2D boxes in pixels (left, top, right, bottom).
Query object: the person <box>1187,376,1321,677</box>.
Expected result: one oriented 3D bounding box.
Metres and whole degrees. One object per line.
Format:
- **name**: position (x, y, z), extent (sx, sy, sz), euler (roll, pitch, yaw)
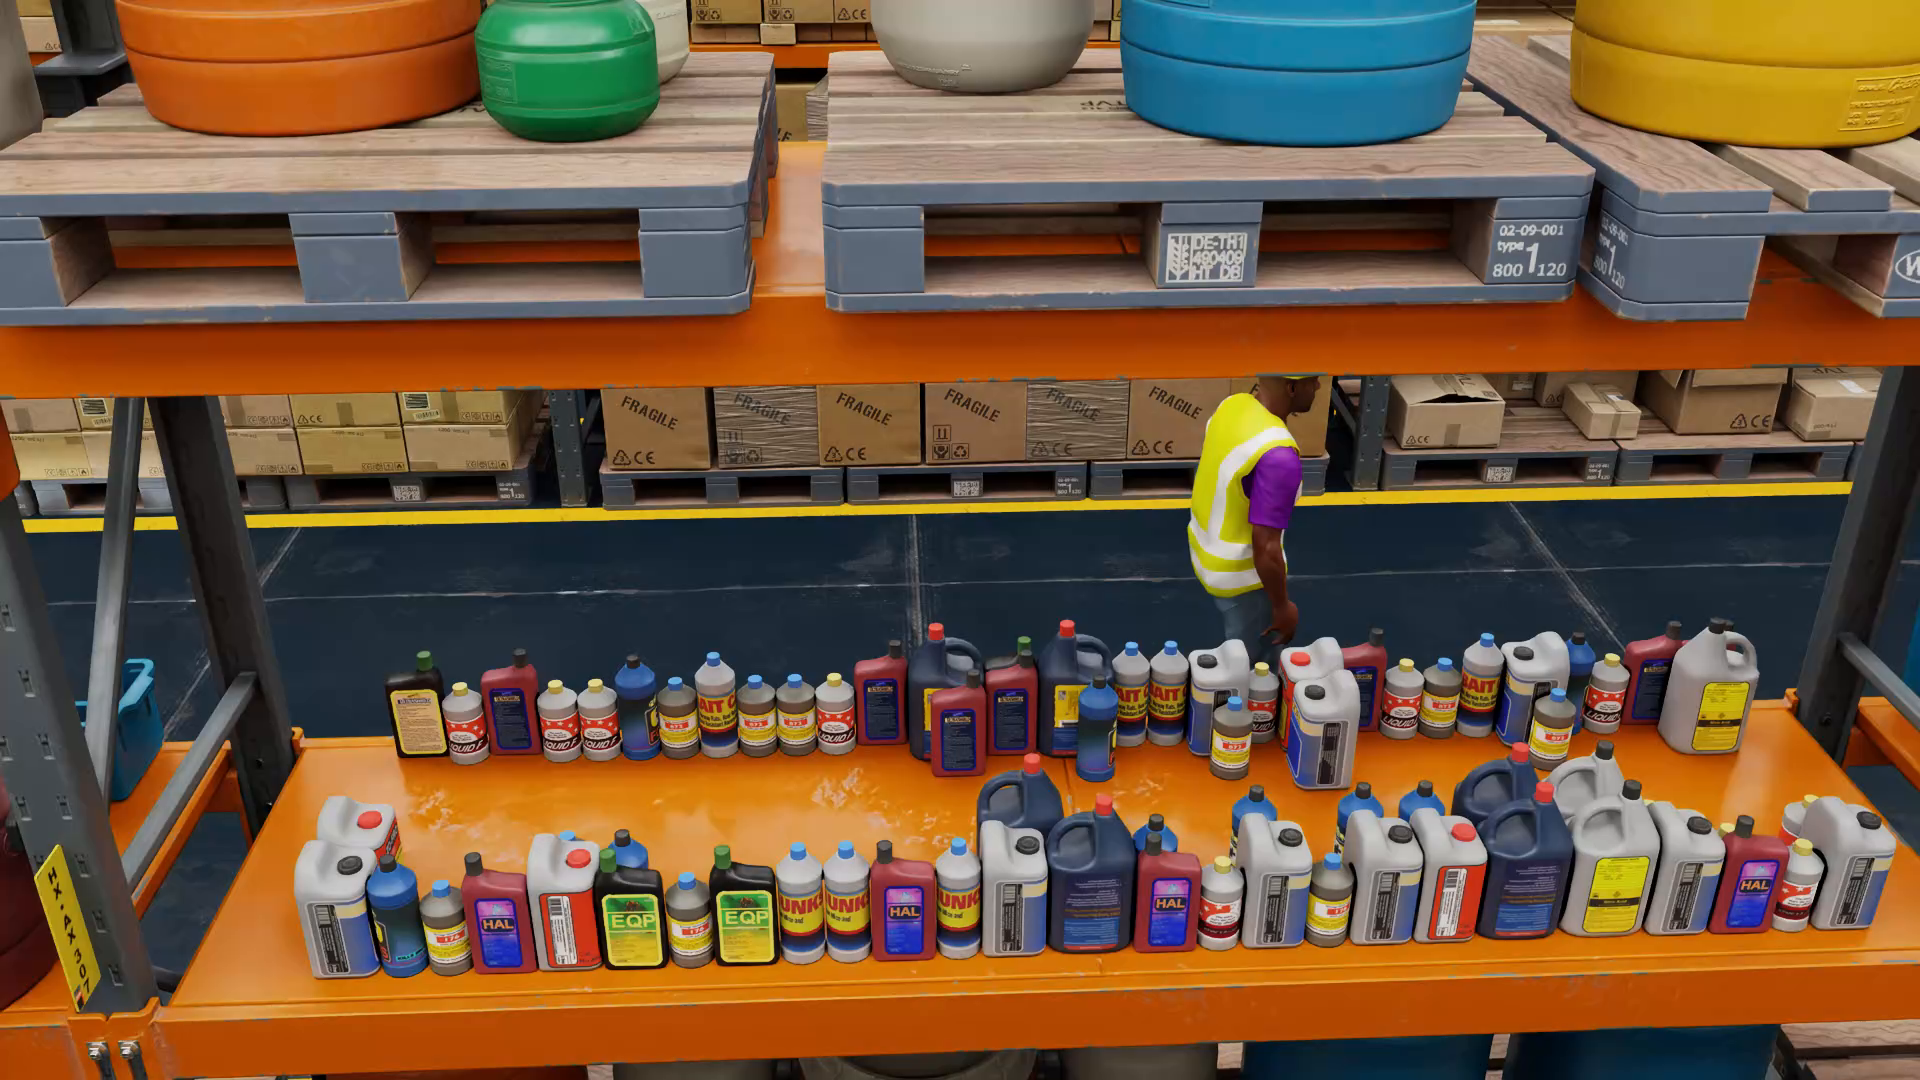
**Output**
- **person**: position (1.045, 0.101, 5.906), extent (0.454, 1.760, 0.636), euler (-3, 28, -5)
